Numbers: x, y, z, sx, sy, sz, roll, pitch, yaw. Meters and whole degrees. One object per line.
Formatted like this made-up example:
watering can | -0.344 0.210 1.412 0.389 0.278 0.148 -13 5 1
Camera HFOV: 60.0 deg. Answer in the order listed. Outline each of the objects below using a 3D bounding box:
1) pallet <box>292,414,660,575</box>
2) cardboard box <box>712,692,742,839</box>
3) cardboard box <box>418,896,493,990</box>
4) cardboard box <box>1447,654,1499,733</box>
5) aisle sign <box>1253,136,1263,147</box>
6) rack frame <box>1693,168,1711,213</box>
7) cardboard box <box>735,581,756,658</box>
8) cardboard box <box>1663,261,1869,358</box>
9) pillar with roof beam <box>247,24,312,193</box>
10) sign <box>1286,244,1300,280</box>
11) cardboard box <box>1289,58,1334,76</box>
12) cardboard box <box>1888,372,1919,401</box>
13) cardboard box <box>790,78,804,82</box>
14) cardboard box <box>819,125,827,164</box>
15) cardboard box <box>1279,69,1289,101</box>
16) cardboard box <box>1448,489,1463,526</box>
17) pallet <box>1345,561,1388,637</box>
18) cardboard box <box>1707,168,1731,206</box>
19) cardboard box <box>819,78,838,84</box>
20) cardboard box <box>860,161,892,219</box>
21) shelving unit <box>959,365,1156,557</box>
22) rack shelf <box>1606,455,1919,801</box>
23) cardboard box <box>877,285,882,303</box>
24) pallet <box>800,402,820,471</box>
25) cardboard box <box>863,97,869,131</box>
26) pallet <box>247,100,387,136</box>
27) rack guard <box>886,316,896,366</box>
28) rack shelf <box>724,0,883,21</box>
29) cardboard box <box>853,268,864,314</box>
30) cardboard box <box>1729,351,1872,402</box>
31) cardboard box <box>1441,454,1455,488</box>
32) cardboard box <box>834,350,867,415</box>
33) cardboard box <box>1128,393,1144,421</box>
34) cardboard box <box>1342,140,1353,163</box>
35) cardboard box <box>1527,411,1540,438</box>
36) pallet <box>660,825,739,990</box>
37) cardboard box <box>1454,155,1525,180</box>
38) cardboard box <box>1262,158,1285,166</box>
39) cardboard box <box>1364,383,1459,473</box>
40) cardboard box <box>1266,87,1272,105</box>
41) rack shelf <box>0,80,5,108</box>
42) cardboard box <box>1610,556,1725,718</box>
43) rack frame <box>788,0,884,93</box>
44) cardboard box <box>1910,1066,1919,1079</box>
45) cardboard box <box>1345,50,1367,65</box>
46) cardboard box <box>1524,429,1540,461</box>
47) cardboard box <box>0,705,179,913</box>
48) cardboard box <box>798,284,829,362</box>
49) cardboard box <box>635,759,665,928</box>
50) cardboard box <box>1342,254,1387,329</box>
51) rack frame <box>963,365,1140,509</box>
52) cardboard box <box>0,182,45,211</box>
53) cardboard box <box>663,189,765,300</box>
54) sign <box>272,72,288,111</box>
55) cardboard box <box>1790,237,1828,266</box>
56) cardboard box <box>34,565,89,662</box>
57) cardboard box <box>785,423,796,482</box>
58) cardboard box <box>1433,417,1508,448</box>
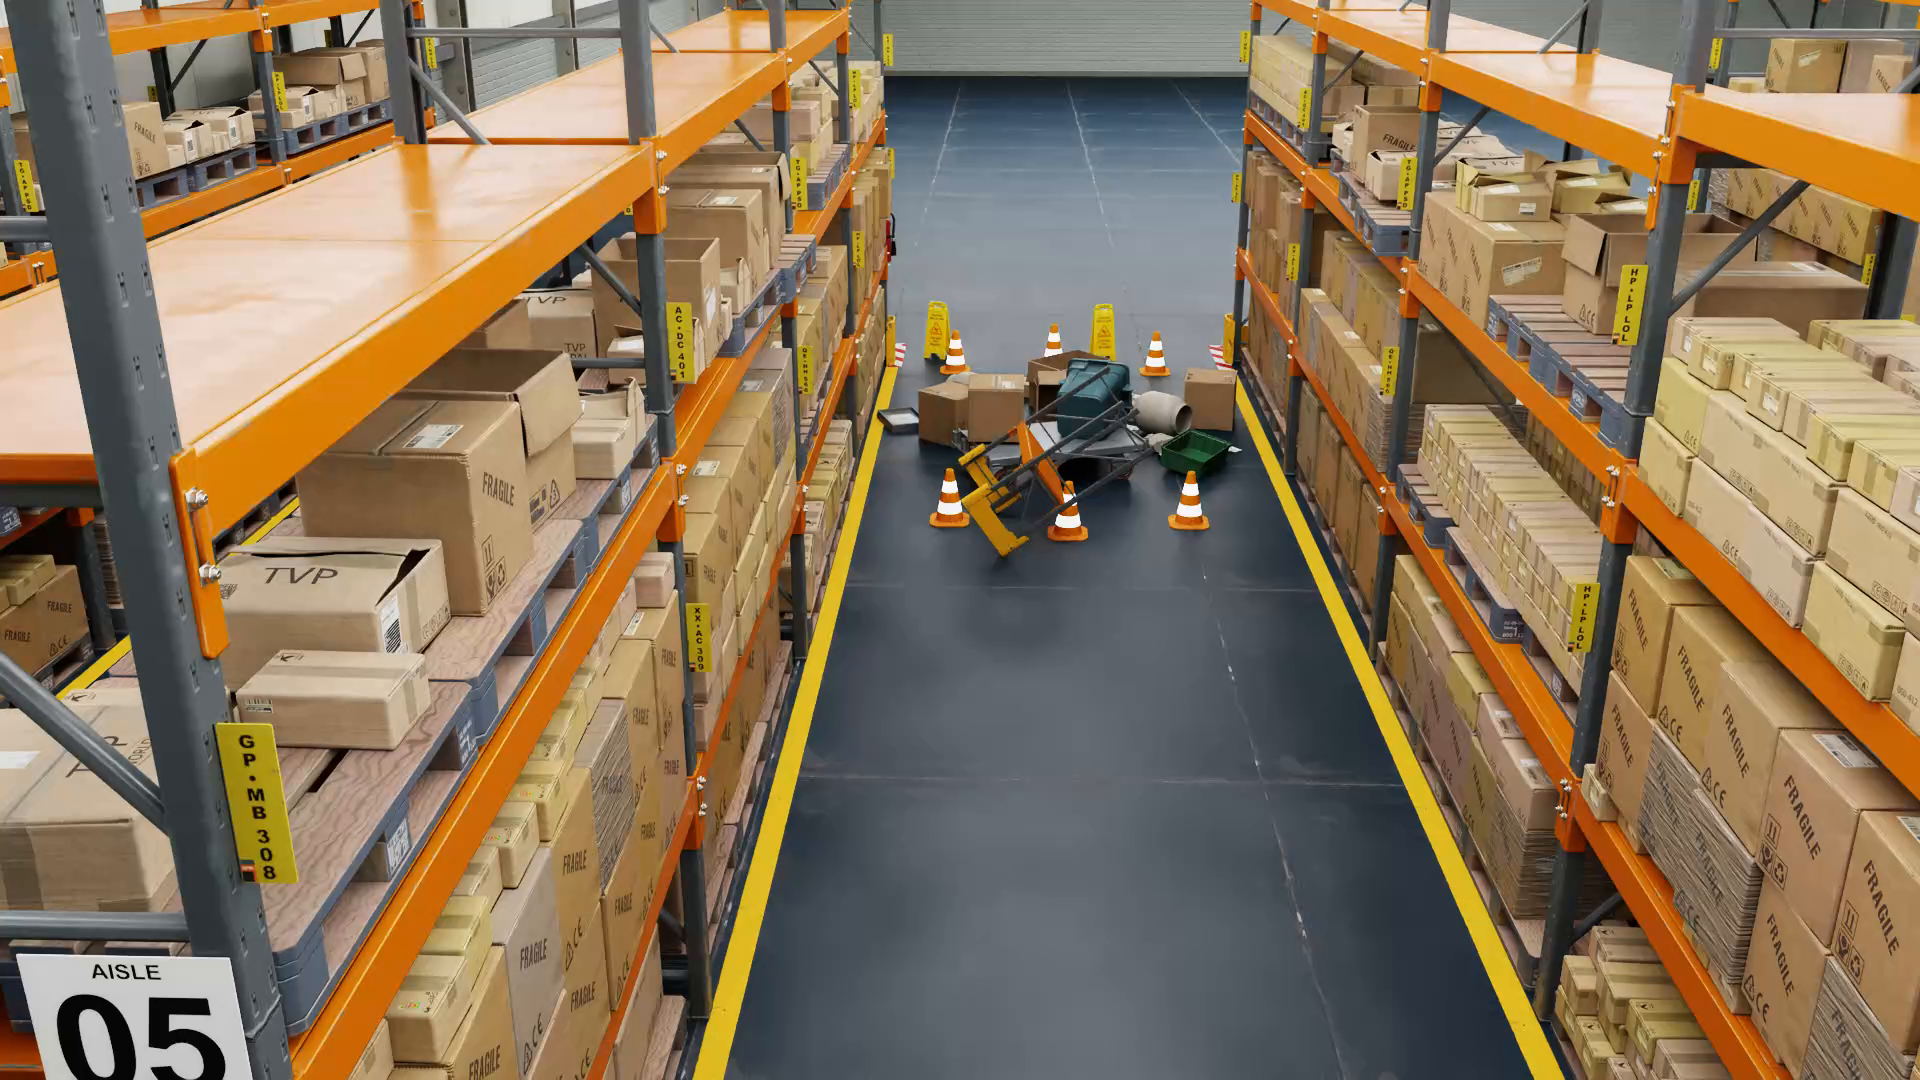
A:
pallet | -1.729 -0.198 6.161 1.003 0.211 1.213 1 21 2
cardboard box | -1.735 1.107 9.180 0.875 0.875 0.875 1 21 3
cardboard box | -1.479 1.086 4.460 0.380 0.149 0.250 0 21 0
cardboard box | 3.058 0.853 9.317 0.500 0.250 0.500 0 21 -1
aisle sign | 3.324 -4.698 18.190 0.394 0.787 0.004 1 21 2
rack frame | 8.577 -3.366 18.351 1.000 3.000 0.127 1 21 2
cardboard box | -1.371 0.405 8.839 0.500 0.250 0.500 0 21 1
cardboard box | 3.378 -0.895 7.117 0.700 0.500 0.500 1 21 2
pillar with roof beam | -2.909 -6.036 16.938 9.100 9.000 0.400 1 21 2
sign | 2.945 -2.457 14.701 0.100 0.325 0.005 1 21 2
cardboard box | 3.217 -4.315 15.175 0.380 0.149 0.250 1 21 3
cardboard box | 3.431 -0.472 5.709 0.380 0.149 0.250 1 21 4
cardboard box | -1.707 -4.360 16.012 0.380 0.149 0.250 1 21 2
cardboard box | -1.344 -3.157 13.293 0.500 0.250 0.500 1 21 2
cardboard box | 3.291 -4.265 15.598 0.500 0.250 0.500 0 21 1
cardboard box | 3.141 -0.192 9.936 0.380 0.149 0.250 2 21 4
pallet | 3.478 0.451 12.368 1.003 0.211 1.213 1 21 2
cardboard box | 8.287 -3.822 17.593 0.500 0.500 0.500 1 21 2
cardboard box | -1.150 -4.355 15.998 0.380 0.149 0.250 1 21 3
cardboard box | -1.062 -3.571 16.947 0.700 0.500 0.500 0 21 1
shelving unit | 0.783 -0.681 13.714 1.500 0.587 1.083 -33 19 11
rack shelf | 3.196 0.542 5.127 1.077 0.370 4.000 1 21 2
cardboard box | -1.037 -2.615 17.702 0.380 0.149 0.250 1 21 3
pallet | -1.657 -0.752 11.879 1.213 0.211 1.003 1 21 2
cardboard box | -1.129 -4.020 15.685 0.500 0.250 0.500 1 21 2
pallet | -6.372 -4.188 16.444 1.003 0.211 1.213 1 21 2
rack guard | -1.331 -2.282 19.013 1.175 0.500 0.348 1 21 2
rack shelf | -1.390 -5.212 15.814 1.077 0.370 4.000 1 21 2
cardboard box | -1.159 -2.370 15.235 0.500 0.500 0.500 1 21 1
cardboard box | 3.013 -0.574 5.973 0.380 0.149 0.250 0 21 1
cardboard box | 3.152 -0.415 10.100 0.380 0.149 0.250 0 21 0
cardboard box | -1.163 -1.503 15.732 0.500 0.500 0.500 2 21 4
cardboard box | 1.712 -1.378 17.007 0.396 0.266 0.258 4 22 11
cardboard box | 3.198 -3.031 12.968 0.380 0.149 0.250 1 21 2
cardboard box | 3.822 -0.738 10.523 0.380 0.149 0.250 0 21 0
pallet | -1.746 1.884 8.675 1.003 0.211 1.213 1 21 2
cardboard box | 3.620 -2.423 11.178 0.500 0.311 0.500 1 21 2
cardboard box | 3.647 -3.697 17.503 0.875 0.550 0.550 1 21 2
cardboard box | 3.124 -0.777 11.540 0.500 0.500 0.500 1 21 2
cardboard box | 3.253 -4.404 16.508 0.380 0.149 0.250 0 21 1
rack shelf | -6.595 -2.188 8.568 1.077 0.370 4.000 1 21 2
cardboard box | 3.000 0.391 6.737 0.500 0.500 0.500 1 21 3
rack frame | -1.329 -6.272 17.546 1.000 3.000 0.127 1 21 2
cardboard box | 2.912 1.791 4.510 0.500 0.500 0.500 0 21 1
cardboard box | 3.897 -4.584 15.870 0.380 0.149 0.250 1 21 1
cardboard box | 3.819 -0.598 10.573 0.380 0.149 0.250 1 21 3
cardboard box | -1.892 0.575 3.534 0.500 0.250 0.500 -1 21 -3
cardboard box | -1.286 -1.685 12.888 0.500 0.500 0.500 0 21 0
cardboard box | -1.463 1.174 6.512 0.500 0.500 0.500 0 21 0
cardboard box | 3.462 -1.975 13.246 0.700 0.500 0.500 1 21 2
rack frame | 0.771 -0.871 14.195 1.500 0.500 0.032 -33 19 11
cardboard box | -6.220 -2.290 11.036 0.380 0.166 0.250 1 21 2
cardboard box | -1.336 -1.583 8.890 0.500 0.500 0.500 1 21 2
sign | -5.869 -3.866 14.342 0.100 0.325 0.005 1 21 2
cardboard box | 8.495 -2.629 15.903 0.875 0.500 0.500 1 21 2
cardboard box | -6.332 0.489 11.290 0.500 0.500 0.500 1 21 3
cardboard box | -1.333 -0.568 10.655 0.500 0.250 0.500 1 21 1
cardboard box | 3.165 -0.658 10.317 0.380 0.149 0.250 0 21 0
